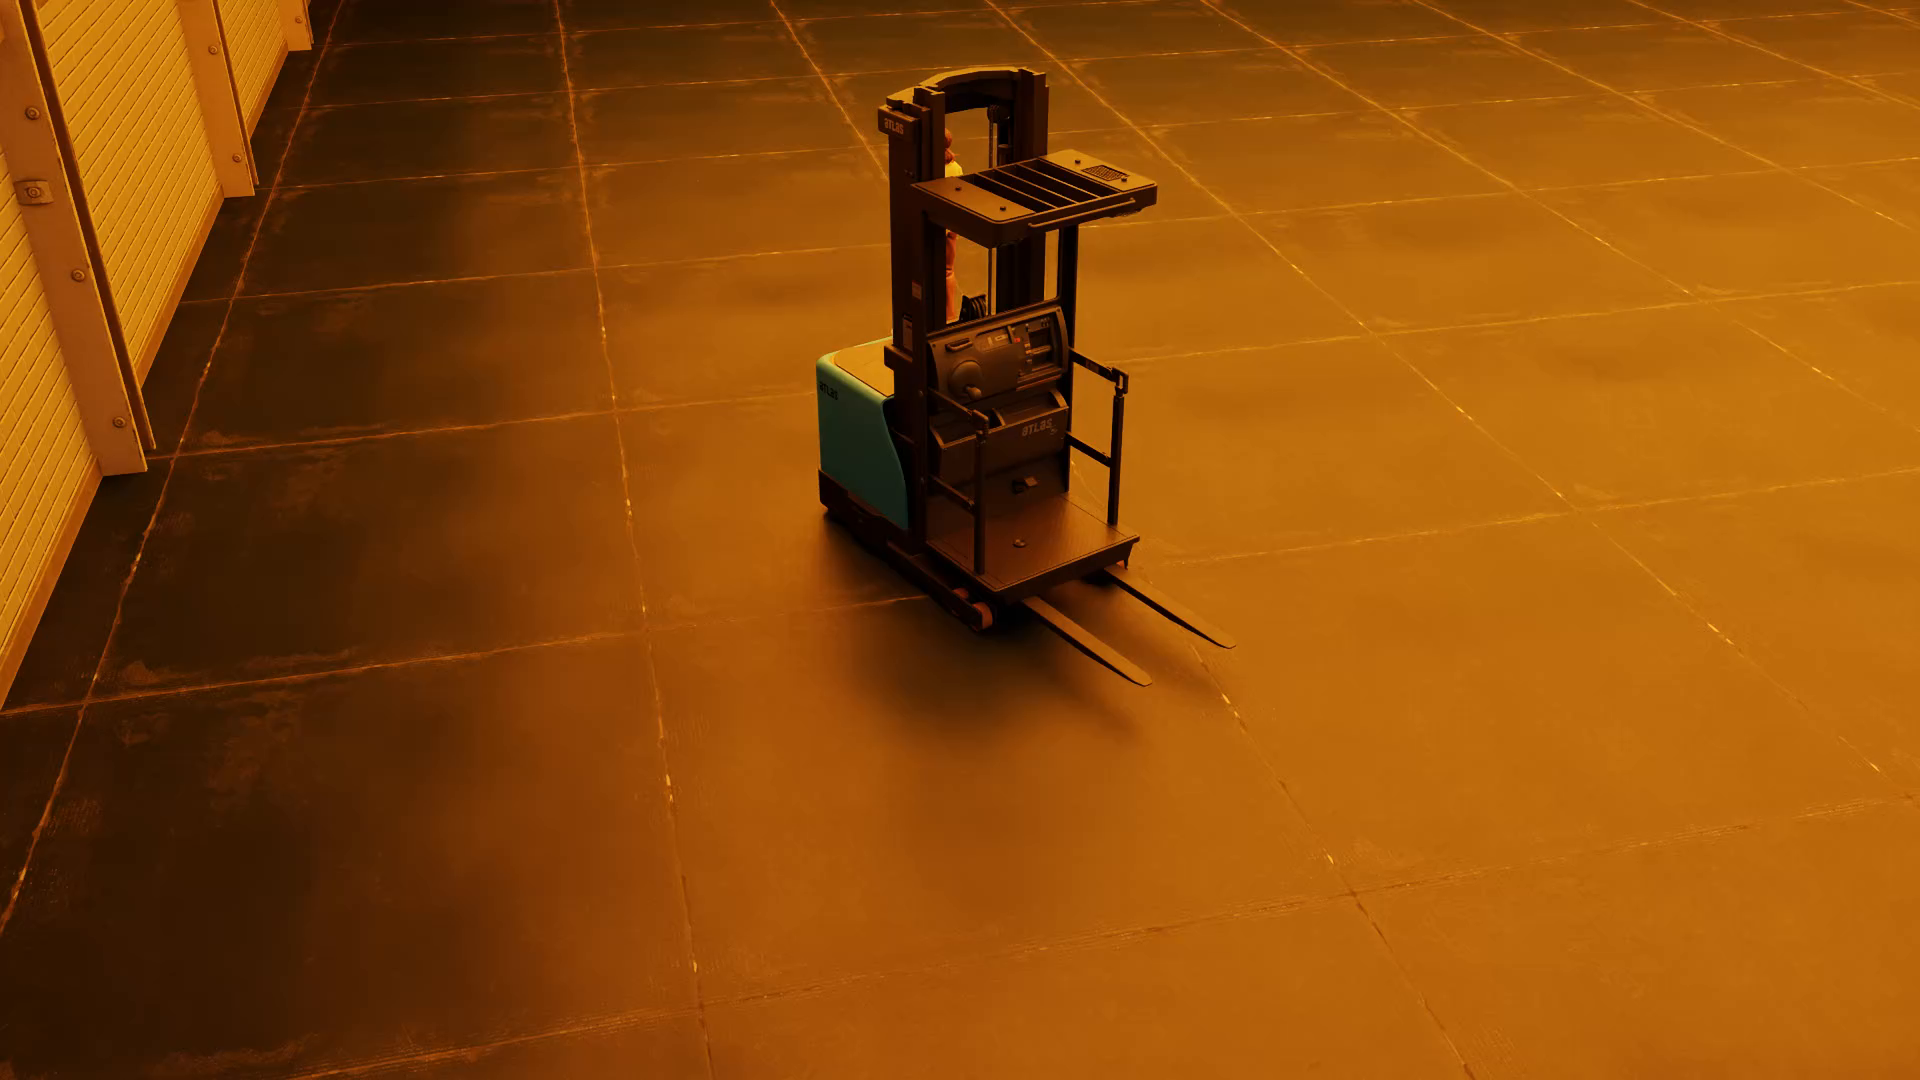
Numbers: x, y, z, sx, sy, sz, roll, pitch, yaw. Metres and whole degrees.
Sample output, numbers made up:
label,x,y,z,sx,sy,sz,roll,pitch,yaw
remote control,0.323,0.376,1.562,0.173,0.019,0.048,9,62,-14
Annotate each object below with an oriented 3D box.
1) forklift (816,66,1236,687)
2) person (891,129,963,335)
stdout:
label,x,y,z,sx,sy,sz,roll,pitch,yaw
forklift,0.355,-1.021,9.338,1.130,2.935,3.031,-20,35,-30
person,-0.222,-2.399,12.974,0.401,1.674,0.591,24,38,35
